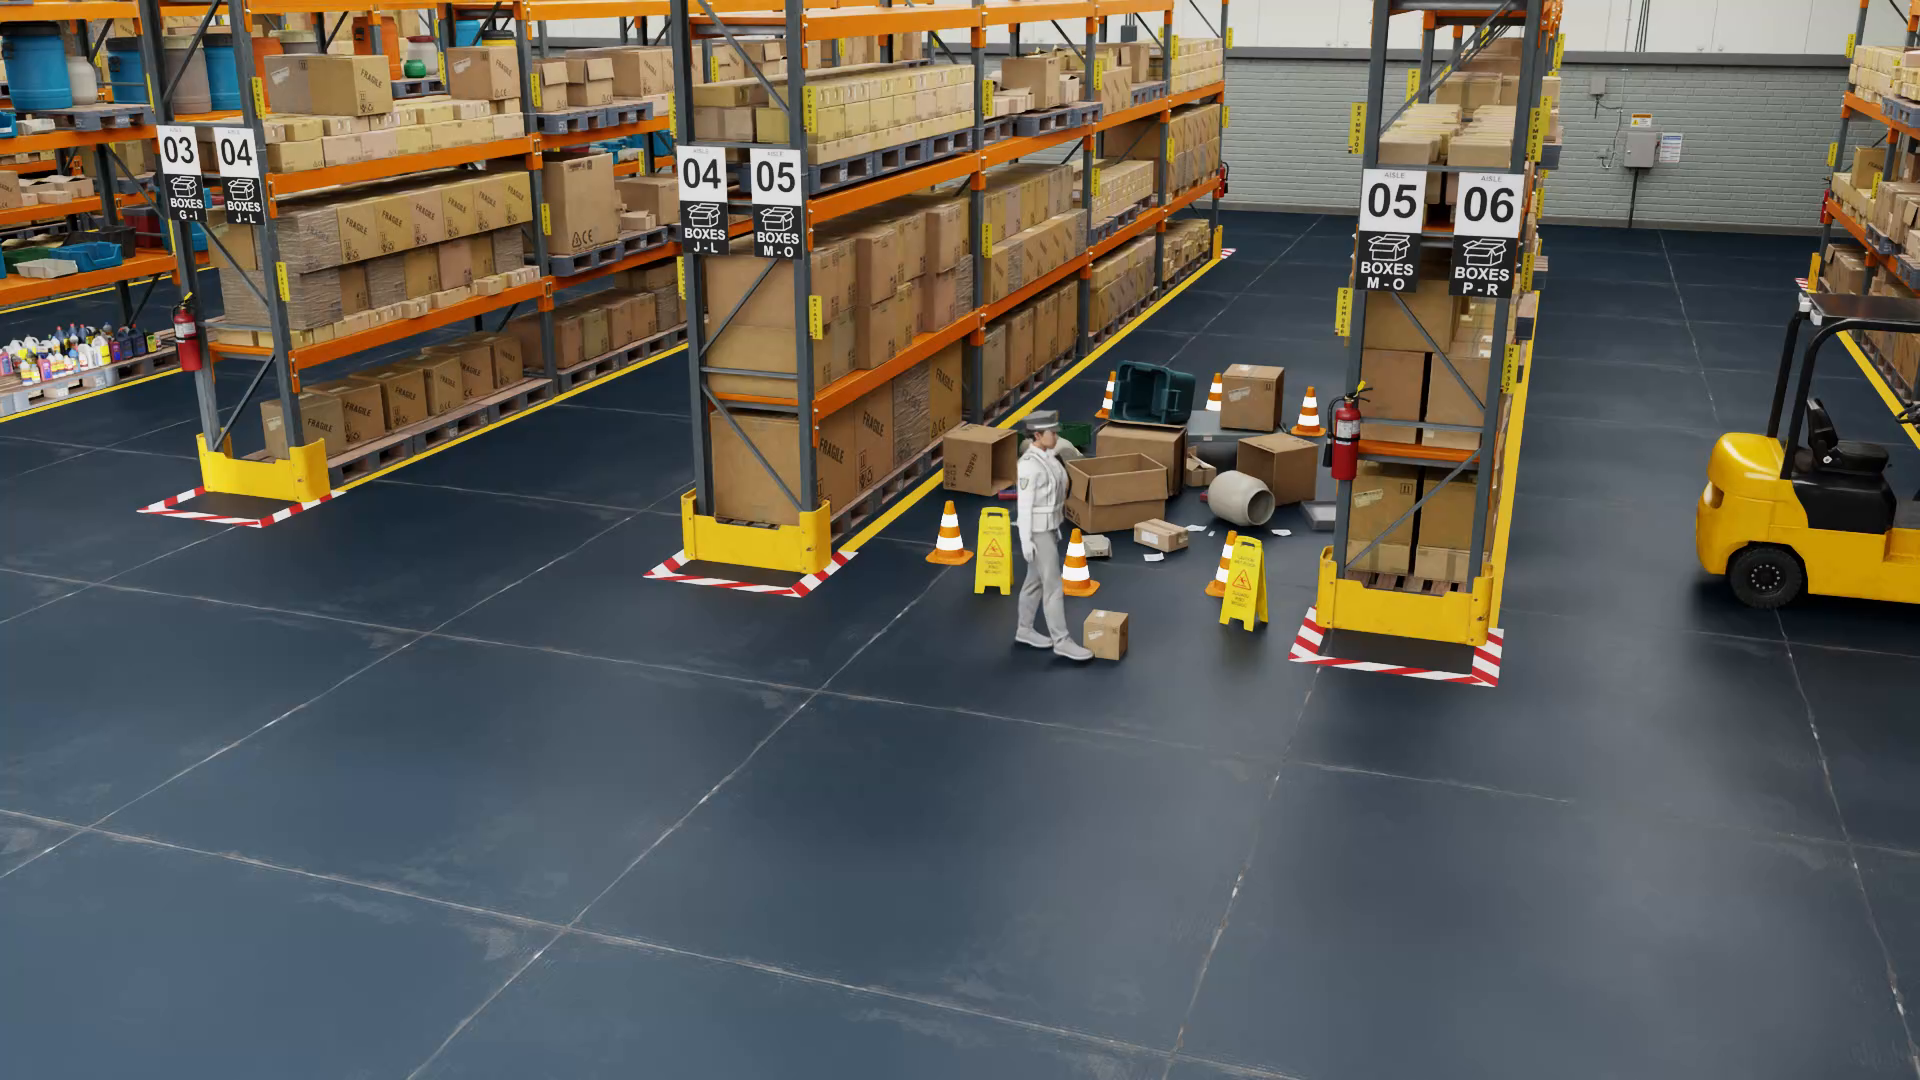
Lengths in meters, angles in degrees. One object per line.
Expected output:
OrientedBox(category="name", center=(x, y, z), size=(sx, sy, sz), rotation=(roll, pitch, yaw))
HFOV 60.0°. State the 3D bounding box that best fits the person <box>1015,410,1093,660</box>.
OrientedBox(category="person", center=(0.660, -0.052, 11.168), size=(0.605, 1.666, 0.479), rotation=(6, 20, 18))
